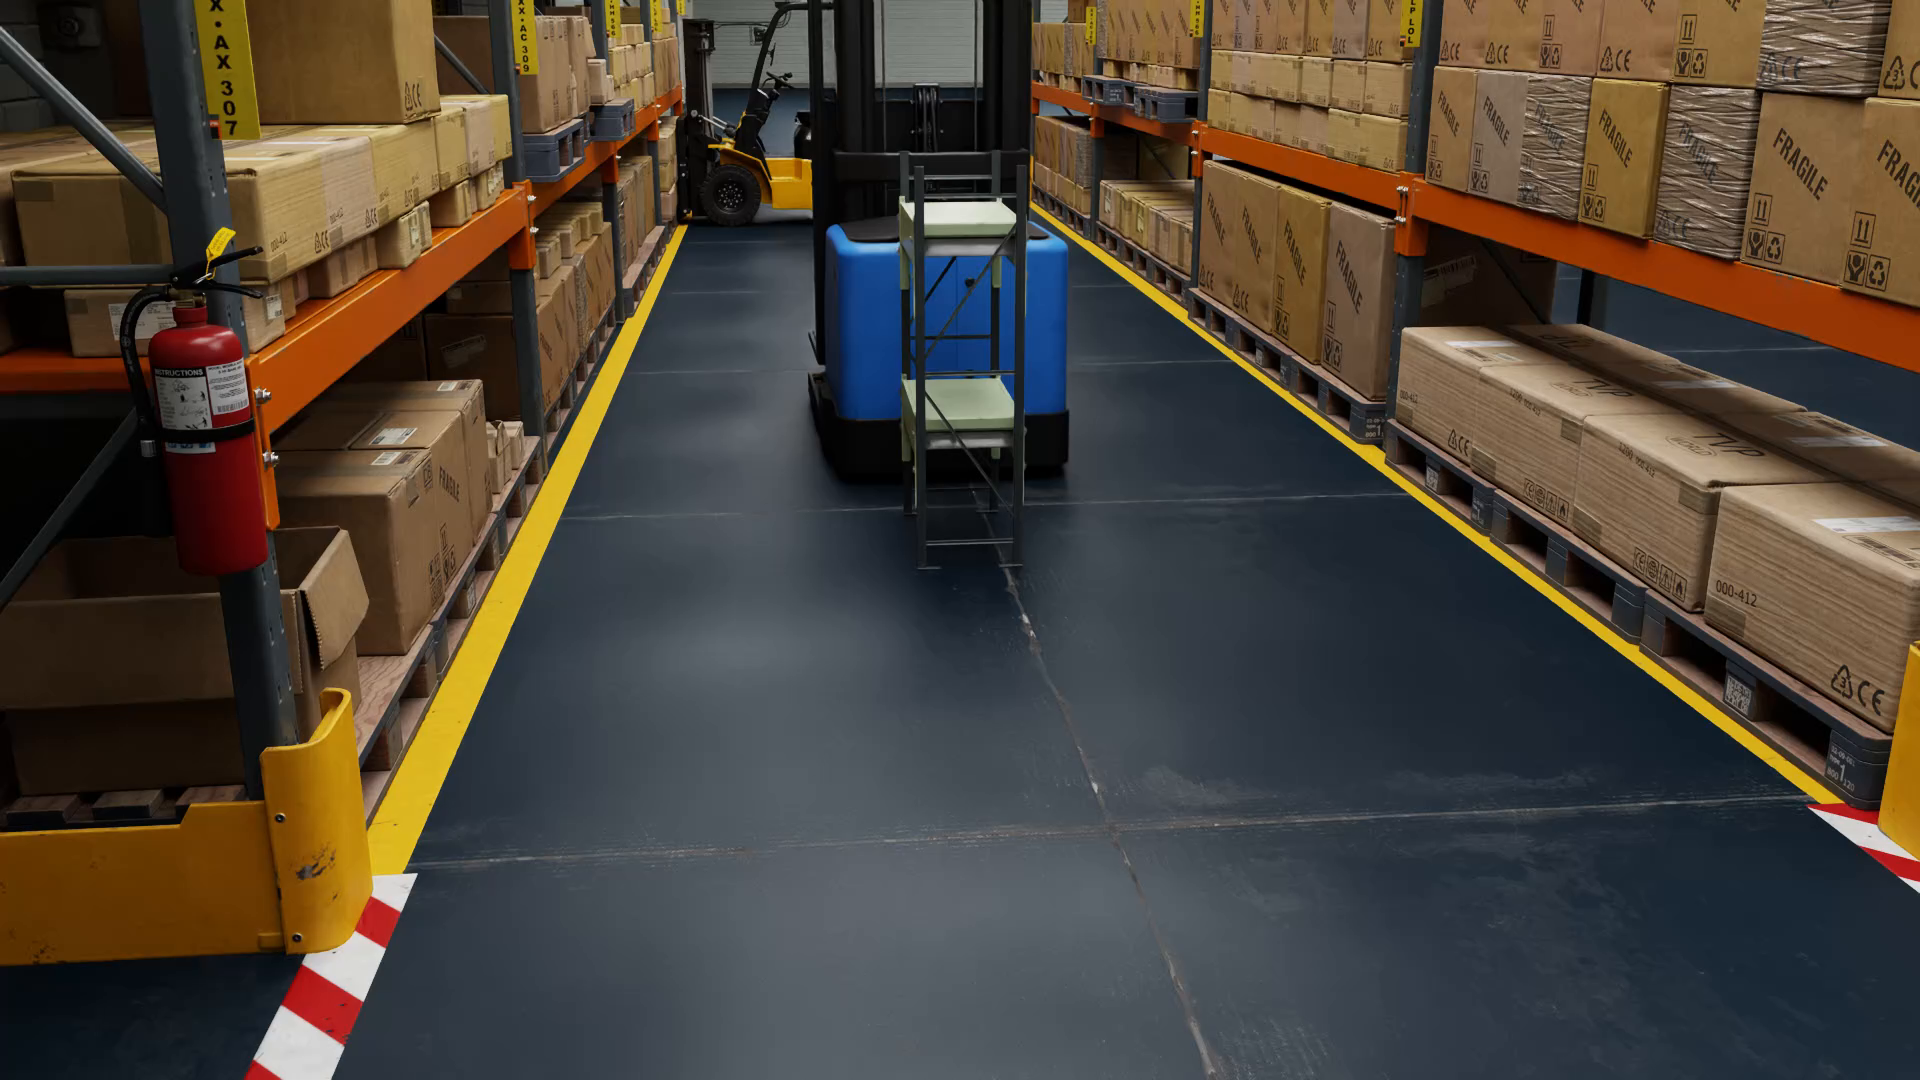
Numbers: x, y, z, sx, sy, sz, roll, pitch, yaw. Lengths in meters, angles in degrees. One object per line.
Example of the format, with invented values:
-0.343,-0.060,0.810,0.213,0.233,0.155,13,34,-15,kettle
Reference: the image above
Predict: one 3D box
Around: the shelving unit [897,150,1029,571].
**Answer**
-0.001,-0.718,6.459,0.431,1.500,0.755,-2,18,-6,shelving unit

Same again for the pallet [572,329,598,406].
-2.638,-0.984,9.460,1.003,0.211,1.213,-2,18,-6,pallet

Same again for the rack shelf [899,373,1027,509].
-0.001,-0.407,6.556,0.431,0.370,0.720,-2,18,-6,rack shelf

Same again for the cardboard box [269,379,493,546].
-2.100,-0.276,6.019,0.700,0.500,0.500,-2,18,-8,cardboard box

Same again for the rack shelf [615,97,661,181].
-3.006,-3.154,12.915,1.077,0.370,4.000,-2,18,-6,rack shelf

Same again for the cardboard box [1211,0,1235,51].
1.945,-3.426,10.745,0.500,0.500,0.500,-2,18,-7,cardboard box

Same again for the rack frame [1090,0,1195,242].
1.725,-4.247,15.198,1.000,3.000,0.127,-2,18,-6,rack frame

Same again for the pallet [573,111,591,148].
-2.595,-2.230,9.093,1.003,0.211,1.213,-2,18,-6,pallet

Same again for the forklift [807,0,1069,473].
-0.229,-2.095,8.457,1.130,2.935,3.031,-2,18,-8,forklift

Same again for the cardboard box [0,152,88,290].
-2.286,-0.717,3.706,0.500,0.250,0.500,-1,17,-4,cardboard box

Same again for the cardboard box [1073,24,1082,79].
1.371,-4.715,16.023,0.500,0.500,0.500,-1,17,-4,cardboard box

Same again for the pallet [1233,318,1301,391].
2.266,-1.125,9.909,1.003,0.211,1.213,-2,18,-6,pallet

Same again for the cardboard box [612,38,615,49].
-2.568,-3.442,11.382,0.380,0.149,0.250,-1,17,-4,cardboard box

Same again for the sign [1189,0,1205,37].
1.598,-3.550,11.178,0.100,0.325,0.005,-2,18,-6,sign

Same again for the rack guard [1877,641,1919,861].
2.965,0.528,4.161,1.175,0.500,0.348,-2,18,-6,rack guard

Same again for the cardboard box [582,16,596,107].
-2.447,-2.670,9.300,0.797,0.503,0.637,-2,18,-7,cardboard box

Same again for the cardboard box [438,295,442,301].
-2.774,-1.002,8.334,0.500,0.500,0.500,-3,18,-8,cardboard box

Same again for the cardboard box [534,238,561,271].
-2.356,-1.529,8.928,0.380,0.149,0.250,-1,17,-4,cardboard box

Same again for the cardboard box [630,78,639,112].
-2.761,-3.427,12.836,0.500,0.250,0.500,-1,17,-4,cardboard box

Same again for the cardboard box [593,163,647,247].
-3.075,-2.774,13.767,0.875,0.625,0.625,-2,18,-6,cardboard box

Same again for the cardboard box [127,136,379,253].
-1.806,-0.882,4.231,0.500,0.250,0.500,-2,17,-5,cardboard box

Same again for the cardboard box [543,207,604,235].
-2.438,-1.999,10.424,0.380,0.149,0.250,-3,18,-9,cardboard box

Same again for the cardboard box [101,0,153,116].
-2.498,-1.685,5.540,0.500,0.500,0.500,-2,18,-7,cardboard box

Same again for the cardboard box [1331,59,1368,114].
2.203,-2.303,8.421,0.500,0.250,0.500,-1,17,-4,cardboard box

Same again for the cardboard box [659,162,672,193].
-2.955,-3.373,15.469,0.500,0.250,0.500,-2,18,-6,cardboard box

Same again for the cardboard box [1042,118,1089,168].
1.181,-4.274,17.919,0.500,0.500,0.500,-2,18,-8,cardboard box

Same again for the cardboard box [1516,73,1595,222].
2.430,-1.465,6.169,0.500,0.500,0.500,-2,18,-5,cardboard box

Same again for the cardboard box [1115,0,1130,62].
1.577,-4.192,13.656,0.500,0.500,0.500,-2,18,-6,cardboard box

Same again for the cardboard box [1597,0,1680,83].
2.495,-1.785,5.519,0.500,0.500,0.500,-2,18,-6,cardboard box

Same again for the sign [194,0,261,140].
-1.435,-0.947,3.241,0.100,0.325,0.005,-2,18,-6,sign

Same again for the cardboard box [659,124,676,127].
-3.102,-4.069,16.851,0.500,0.250,0.500,-2,18,-7,cardboard box

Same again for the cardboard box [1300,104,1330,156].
2.168,-2.221,8.993,0.500,0.250,0.500,-2,18,-7,cardboard box

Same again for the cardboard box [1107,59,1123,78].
1.484,-4.079,14.379,0.380,0.149,0.250,-1,17,-5,cardboard box

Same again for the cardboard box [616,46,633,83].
-2.689,-3.513,12.276,0.500,0.250,0.500,-2,18,-7,cardboard box

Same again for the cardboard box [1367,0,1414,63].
2.254,-2.514,7.840,0.500,0.500,0.500,-1,17,-4,cardboard box

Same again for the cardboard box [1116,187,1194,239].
1.859,-2.824,14.349,0.950,0.372,0.625,-1,17,-2,cardboard box

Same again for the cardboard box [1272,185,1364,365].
2.305,-1.501,9.298,0.875,0.875,0.875,-1,17,-4,cardboard box

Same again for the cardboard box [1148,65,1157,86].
1.639,-3.534,12.646,0.380,0.149,0.250,-1,17,-5,cardboard box

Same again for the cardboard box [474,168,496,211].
-2.004,-1.349,6.384,0.380,0.149,0.250,-1,17,-4,cardboard box

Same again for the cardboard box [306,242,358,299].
-1.835,-0.733,4.423,0.380,0.149,0.250,-1,17,-4,cardboard box

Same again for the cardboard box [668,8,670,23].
-3.179,-5.383,17.069,0.380,0.149,0.250,-1,17,-4,cardboard box

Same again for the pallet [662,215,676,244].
-3.253,-3.001,15.882,1.003,0.211,1.213,-2,18,-6,pallet

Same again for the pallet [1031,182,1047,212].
1.368,-3.843,18.565,1.003,0.211,1.213,-2,18,-6,pallet

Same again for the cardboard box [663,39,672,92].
-3.153,-4.737,16.590,0.500,0.500,0.500,-2,18,-5,cardboard box

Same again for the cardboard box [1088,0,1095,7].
1.695,-5.507,16.879,0.700,0.500,0.500,-2,18,-6,cardboard box

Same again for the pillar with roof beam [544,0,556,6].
-0.167,-8.044,17.277,9.100,9.000,0.400,-2,18,-6,pillar with roof beam

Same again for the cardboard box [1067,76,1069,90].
1.284,-4.593,16.720,0.380,0.149,0.250,-2,18,-7,cardboard box

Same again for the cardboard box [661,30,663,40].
-3.044,-4.861,15.902,0.380,0.149,0.250,-2,18,-6,cardboard box

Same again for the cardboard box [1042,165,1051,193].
1.165,-3.926,18.065,0.500,0.250,0.500,-1,17,-4,cardboard box

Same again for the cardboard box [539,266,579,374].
-2.325,-1.175,8.885,0.500,0.500,0.500,-2,18,-7,cardboard box
